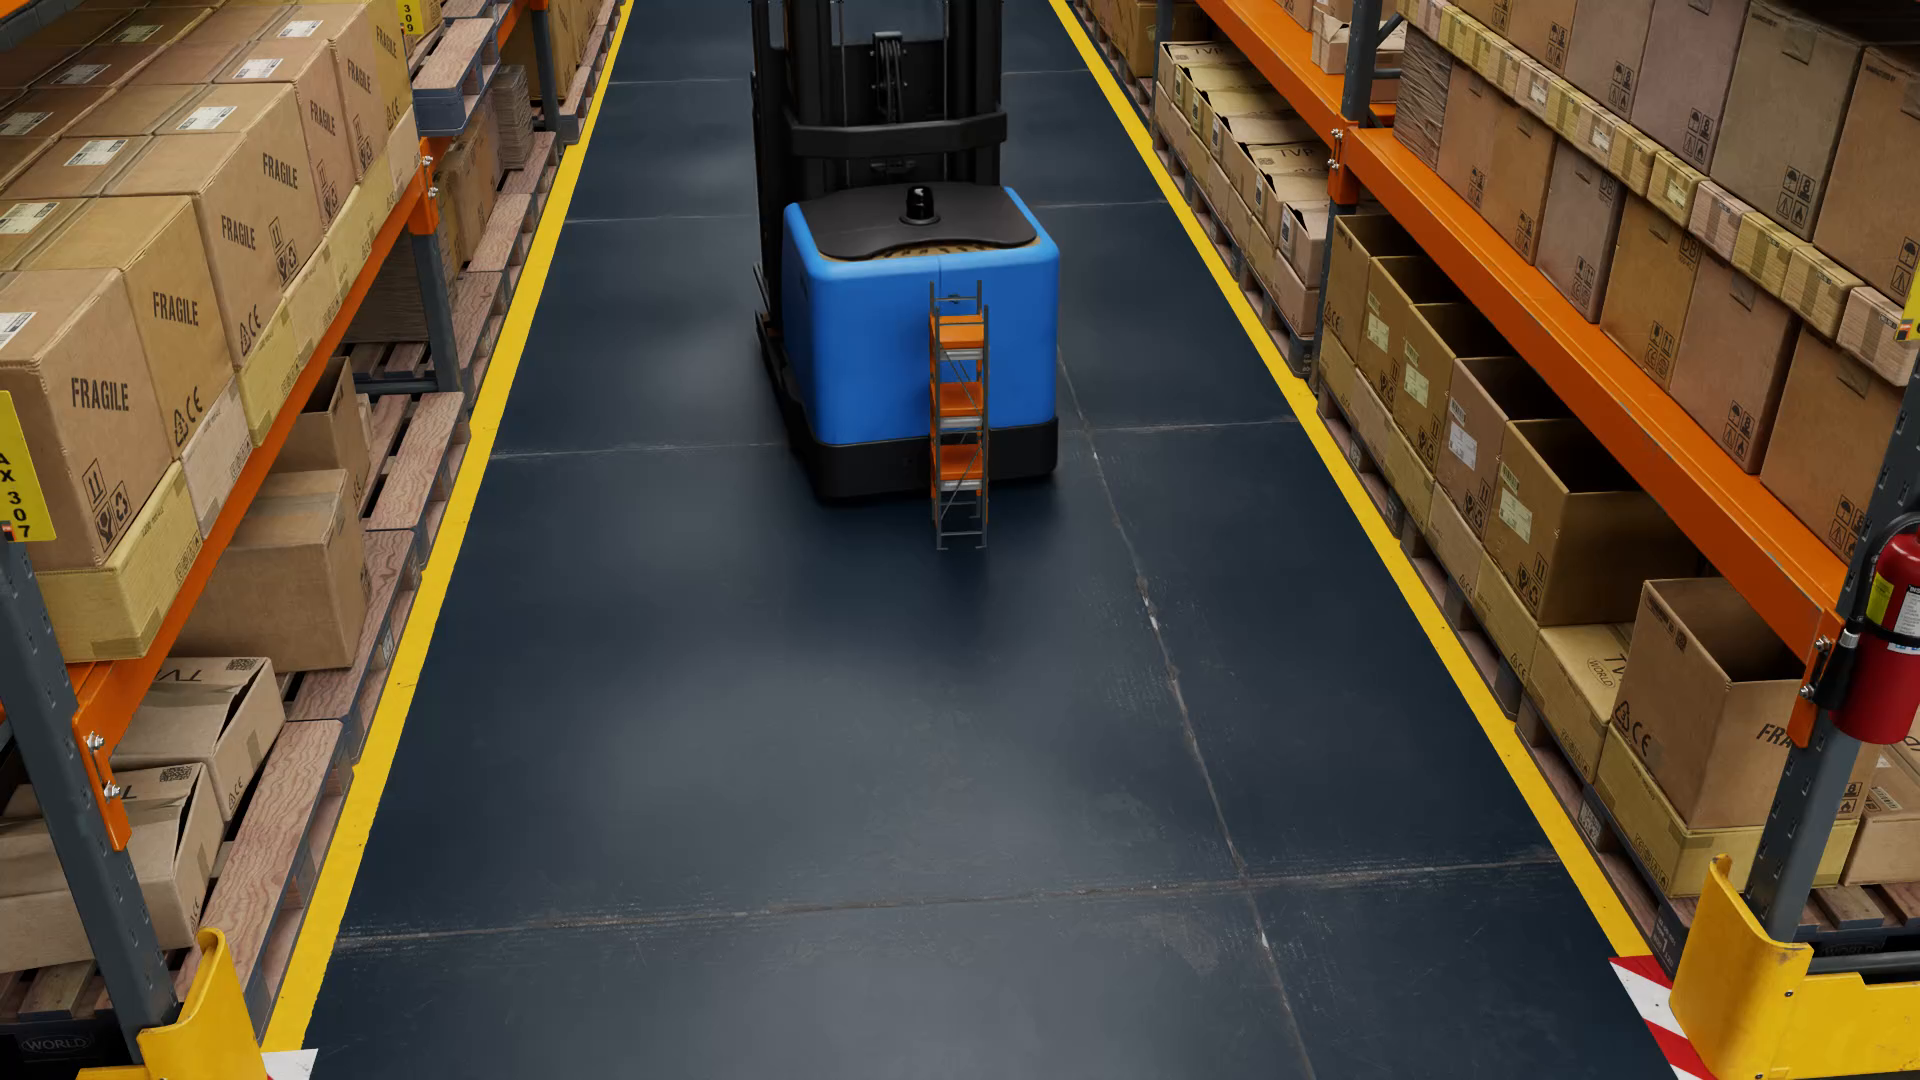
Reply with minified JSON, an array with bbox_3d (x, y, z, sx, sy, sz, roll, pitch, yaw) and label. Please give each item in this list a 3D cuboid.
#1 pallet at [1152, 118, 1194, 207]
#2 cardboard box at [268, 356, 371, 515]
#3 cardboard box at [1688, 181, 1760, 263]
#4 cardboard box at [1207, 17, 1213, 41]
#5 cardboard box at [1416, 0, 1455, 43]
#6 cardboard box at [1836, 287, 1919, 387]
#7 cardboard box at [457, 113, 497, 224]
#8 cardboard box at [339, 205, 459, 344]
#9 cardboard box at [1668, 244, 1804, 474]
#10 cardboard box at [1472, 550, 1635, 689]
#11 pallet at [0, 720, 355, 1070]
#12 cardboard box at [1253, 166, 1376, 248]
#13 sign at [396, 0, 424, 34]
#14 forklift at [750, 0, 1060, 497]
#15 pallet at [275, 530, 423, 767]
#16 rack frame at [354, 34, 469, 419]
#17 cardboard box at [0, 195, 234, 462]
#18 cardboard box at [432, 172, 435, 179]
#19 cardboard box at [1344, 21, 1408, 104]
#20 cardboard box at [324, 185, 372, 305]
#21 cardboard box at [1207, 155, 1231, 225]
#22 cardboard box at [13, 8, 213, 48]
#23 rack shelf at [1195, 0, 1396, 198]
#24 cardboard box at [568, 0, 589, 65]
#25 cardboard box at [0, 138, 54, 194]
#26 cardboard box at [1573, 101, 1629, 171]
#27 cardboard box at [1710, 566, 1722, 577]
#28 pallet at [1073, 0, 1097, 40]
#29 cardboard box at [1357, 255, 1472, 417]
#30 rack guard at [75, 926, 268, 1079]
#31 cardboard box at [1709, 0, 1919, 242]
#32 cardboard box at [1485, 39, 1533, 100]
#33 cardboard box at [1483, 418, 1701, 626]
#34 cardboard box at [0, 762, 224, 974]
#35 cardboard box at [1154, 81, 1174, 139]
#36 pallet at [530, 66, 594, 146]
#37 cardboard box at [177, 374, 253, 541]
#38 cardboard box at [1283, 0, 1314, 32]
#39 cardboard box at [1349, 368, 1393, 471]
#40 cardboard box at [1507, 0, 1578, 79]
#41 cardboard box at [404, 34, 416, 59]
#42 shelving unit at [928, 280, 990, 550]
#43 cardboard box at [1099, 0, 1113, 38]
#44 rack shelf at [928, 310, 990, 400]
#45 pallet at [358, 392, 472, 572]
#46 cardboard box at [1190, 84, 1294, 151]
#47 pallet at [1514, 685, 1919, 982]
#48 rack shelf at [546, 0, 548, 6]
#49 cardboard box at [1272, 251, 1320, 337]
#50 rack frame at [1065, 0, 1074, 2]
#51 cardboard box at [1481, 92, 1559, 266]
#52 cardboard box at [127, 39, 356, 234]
[{"bbox_3d":[1.839,-2.445,10.638,1.003,0.211,1.213,-3,31,-5],"label":"pallet"},{"bbox_3d":[-2.620,-0.371,6.454,0.500,0.500,0.500,-5,31,-8],"label":"cardboard box"},{"bbox_3d":[2.252,-0.880,4.568,0.380,0.149,0.250,-2,31,-4],"label":"cardboard box"},{"bbox_3d":[1.989,-3.693,12.017,0.500,0.500,0.500,-4,31,-6],"label":"cardboard box"},{"bbox_3d":[2.031,-2.069,6.559,0.380,0.149,0.250,-2,31,-4],"label":"cardboard box"},{"bbox_3d":[2.323,-0.487,3.911,0.380,0.149,0.250,-3,31,-5],"label":"cardboard box"},{"bbox_3d":[-3.004,-2.055,9.274,0.700,0.500,0.500,-3,31,-5],"label":"cardboard box"},{"bbox_3d":[-2.842,-1.274,7.966,0.700,0.500,0.500,-2,31,-3],"label":"cardboard box"},{"bbox_3d":[2.464,-0.530,4.614,0.700,0.500,0.500,-2,31,-3],"label":"cardboard box"},{"bbox_3d":[2.097,0.251,5.677,0.500,0.250,0.500,-3,31,-5],"label":"cardboard box"},{"bbox_3d":[-2.431,1.001,4.868,1.003,0.211,1.213,-3,31,-5],"label":"pallet"},{"bbox_3d":[1.797,-1.721,8.431,0.500,0.311,0.500,-2,31,-3],"label":"cardboard box"},{"bbox_3d":[-2.217,-2.184,6.638,0.100,0.325,0.005,-3,31,-5],"label":"sign"},{"bbox_3d":[-0.412,-2.180,7.541,1.130,2.935,3.031,-7,32,-11],"label":"forklift"},{"bbox_3d":[-2.542,0.380,5.908,1.003,0.211,1.213,-3,31,-5],"label":"pallet"},{"bbox_3d":[-2.757,-1.783,6.810,1.000,3.000,0.127,-3,31,-5],"label":"rack frame"},{"bbox_3d":[-2.164,-0.518,4.087,0.500,0.500,0.500,-3,31,-4],"label":"cardboard box"},{"bbox_3d":[-2.887,-1.820,8.150,0.500,0.250,0.500,-3,31,-6],"label":"cardboard box"},{"bbox_3d":[2.086,-2.207,7.666,0.500,0.250,0.500,-1,31,-1],"label":"cardboard box"},{"bbox_3d":[-2.310,-0.989,5.607,0.500,0.250,0.500,-3,31,-5],"label":"cardboard box"},{"bbox_3d":[1.708,-1.999,9.444,0.500,0.250,0.500,-2,31,-4],"label":"cardboard box"},{"bbox_3d":[-2.876,-1.535,5.790,0.500,0.500,0.500,-3,31,-5],"label":"cardboard box"},{"bbox_3d":[1.988,-2.734,9.104,1.077,0.370,4.000,-3,31,-5],"label":"rack shelf"},{"bbox_3d":[-3.144,-3.912,12.061,0.750,0.750,0.750,-3,31,-5],"label":"cardboard box"},{"bbox_3d":[-2.728,-0.759,4.490,0.500,0.500,0.500,-4,31,-6],"label":"cardboard box"},{"bbox_3d":[2.176,-1.279,5.236,0.380,0.149,0.250,-3,31,-5],"label":"cardboard box"},{"bbox_3d":[2.672,0.159,5.100,0.500,0.500,0.500,-3,31,-5],"label":"cardboard box"},{"bbox_3d":[1.541,-4.496,14.071,1.003,0.211,1.213,-3,31,-5],"label":"pallet"},{"bbox_3d":[1.961,-0.837,6.767,0.500,0.500,0.500,-3,31,-5],"label":"cardboard box"},{"bbox_3d":[-2.390,1.294,4.097,1.175,0.500,0.348,-3,31,-5],"label":"rack guard"},{"bbox_3d":[2.458,-1.114,4.327,0.700,0.500,0.500,-4,31,-6],"label":"cardboard box"},{"bbox_3d":[2.104,-1.676,5.900,0.380,0.149,0.250,-4,31,-6],"label":"cardboard box"},{"bbox_3d":[2.094,-0.071,5.484,0.500,0.500,0.500,-3,31,-5],"label":"cardboard box"},{"bbox_3d":[-2.358,0.867,4.566,0.500,0.311,0.500,-6,31,-10],"label":"cardboard box"},{"bbox_3d":[1.558,-2.783,10.755,0.500,0.250,0.500,-3,31,-5],"label":"cardboard box"},{"bbox_3d":[-3.129,-3.034,11.624,1.003,0.211,1.213,-3,31,-5],"label":"pallet"},{"bbox_3d":[-2.175,-0.214,4.309,0.500,0.250,0.500,-4,31,-6],"label":"cardboard box"},{"bbox_3d":[2.024,-2.983,8.721,0.500,0.500,0.500,-3,31,-5],"label":"cardboard box"},{"bbox_3d":[1.958,-0.515,6.959,0.500,0.250,0.500,-3,31,-5],"label":"cardboard box"},{"bbox_3d":[2.317,-1.882,5.613,0.700,0.500,0.500,-3,31,-5],"label":"cardboard box"},{"bbox_3d":[-2.770,-2.276,7.109,0.700,0.500,0.500,-3,31,-4],"label":"cardboard box"},{"bbox_3d":[-0.005,-0.478,6.527,0.215,1.050,0.252,-3,31,-5],"label":"shelving unit"},{"bbox_3d":[1.377,-4.178,12.828,0.500,0.500,0.500,-4,31,-6],"label":"cardboard box"},{"bbox_3d":[-0.005,-0.713,6.386,0.215,0.259,0.240,-3,31,-5],"label":"rack shelf"},{"bbox_3d":[-2.659,-0.245,6.954,1.003,0.211,1.213,-3,31,-5],"label":"pallet"},{"bbox_3d":[1.661,-2.495,9.727,0.500,0.311,0.500,-4,31,-6],"label":"cardboard box"},{"bbox_3d":[2.436,0.829,5.157,1.003,0.211,1.213,-3,31,-5],"label":"pallet"},{"bbox_3d":[-3.317,-4.537,12.123,1.077,0.370,4.000,-3,31,-5],"label":"rack shelf"},{"bbox_3d":[1.848,-1.220,8.139,0.500,0.250,0.500,-3,31,-5],"label":"cardboard box"},{"bbox_3d":[1.428,-6.107,14.048,1.000,3.000,0.127,-3,31,-5],"label":"rack frame"},{"bbox_3d":[2.322,-1.314,5.926,0.700,0.500,0.500,-2,31,-4],"label":"cardboard box"},{"bbox_3d":[-2.316,-1.310,5.414,0.500,0.500,0.500,-4,31,-6],"label":"cardboard box"}]
